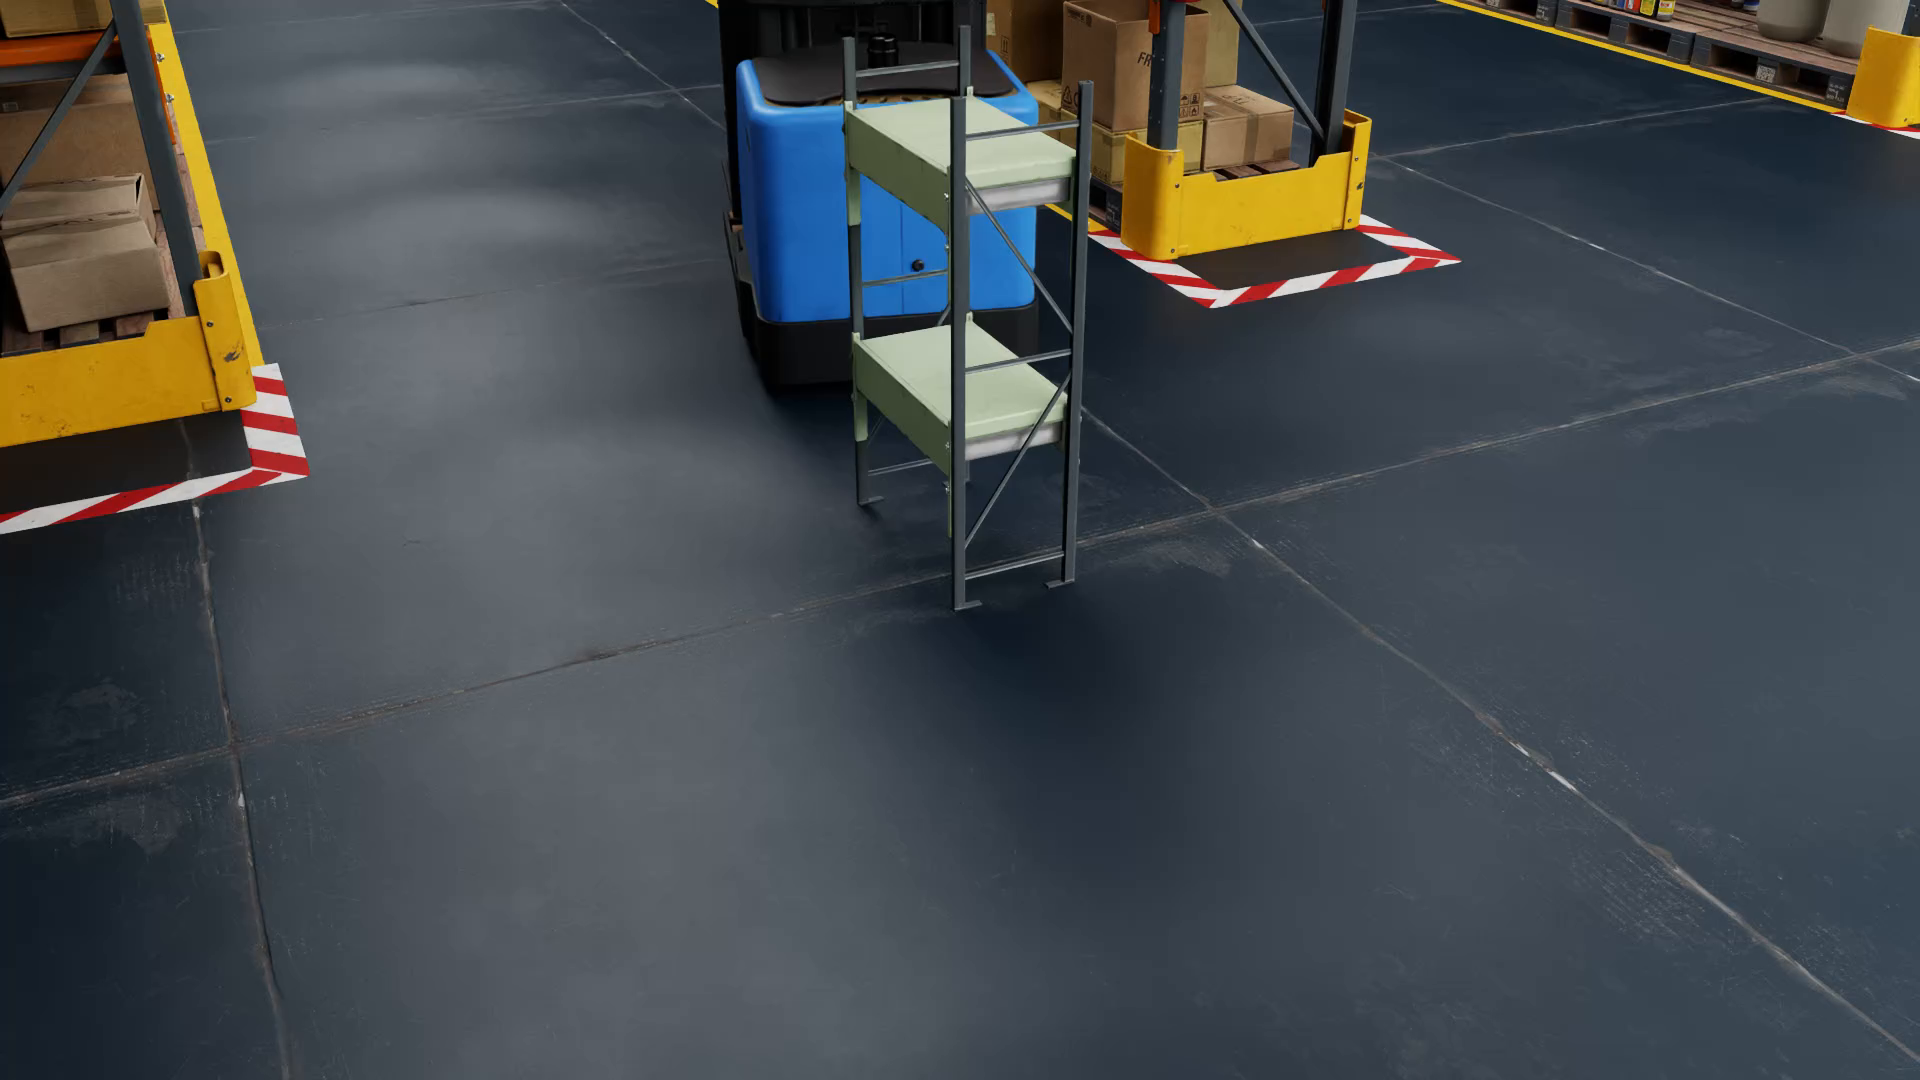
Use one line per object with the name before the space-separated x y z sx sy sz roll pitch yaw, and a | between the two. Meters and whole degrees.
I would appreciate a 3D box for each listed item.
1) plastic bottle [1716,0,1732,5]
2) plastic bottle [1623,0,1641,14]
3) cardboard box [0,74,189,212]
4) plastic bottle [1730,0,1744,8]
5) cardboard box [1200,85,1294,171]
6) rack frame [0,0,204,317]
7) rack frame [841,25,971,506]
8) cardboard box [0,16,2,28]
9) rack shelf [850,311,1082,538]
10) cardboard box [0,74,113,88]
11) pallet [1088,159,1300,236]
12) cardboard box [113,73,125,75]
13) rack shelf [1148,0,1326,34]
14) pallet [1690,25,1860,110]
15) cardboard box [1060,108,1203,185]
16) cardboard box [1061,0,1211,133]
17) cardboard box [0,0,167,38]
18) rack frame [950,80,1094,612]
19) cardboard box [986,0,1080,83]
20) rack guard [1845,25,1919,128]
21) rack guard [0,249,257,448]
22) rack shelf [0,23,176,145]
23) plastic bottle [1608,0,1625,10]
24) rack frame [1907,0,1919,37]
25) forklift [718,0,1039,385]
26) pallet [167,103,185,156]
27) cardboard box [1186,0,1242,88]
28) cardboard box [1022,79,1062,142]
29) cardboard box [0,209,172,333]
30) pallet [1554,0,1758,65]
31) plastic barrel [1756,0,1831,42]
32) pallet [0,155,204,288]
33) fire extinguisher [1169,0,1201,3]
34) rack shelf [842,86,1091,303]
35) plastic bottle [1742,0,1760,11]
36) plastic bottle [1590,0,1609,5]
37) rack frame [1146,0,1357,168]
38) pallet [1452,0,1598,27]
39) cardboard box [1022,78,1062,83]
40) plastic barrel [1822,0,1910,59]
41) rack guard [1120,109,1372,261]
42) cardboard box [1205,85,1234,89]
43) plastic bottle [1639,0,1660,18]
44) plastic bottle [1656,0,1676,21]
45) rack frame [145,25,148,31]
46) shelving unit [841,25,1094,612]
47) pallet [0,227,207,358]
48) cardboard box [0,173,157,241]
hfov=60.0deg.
plastic bottle | 5.212 -3.782 11.256 0.061 0.283 0.133 -13 32 -21
plastic bottle | 4.522 -3.645 11.019 0.152 0.276 0.135 -13 32 -22
cardboard box | -3.888 -1.737 7.387 0.700 0.500 0.500 -15 33 -25
plastic bottle | 5.249 -3.688 11.172 0.097 0.201 0.097 0 29 0
cardboard box | 1.285 -2.034 8.193 0.500 0.250 0.500 -13 32 -22
rack frame | -3.158 -1.725 5.259 1.000 3.000 0.127 -13 32 -22
rack frame | -0.154 -0.813 5.166 0.400 1.500 0.023 -13 32 -22
cardboard box | -3.533 -1.834 5.587 0.500 0.250 0.500 -13 32 -21
rack shelf | 0.003 -0.367 5.037 0.431 0.370 0.720 -13 32 -22
cardboard box | -4.393 -2.143 8.111 0.500 0.500 0.500 -16 33 -26
pallet | 0.949 -1.879 8.386 1.003 0.211 1.213 -13 32 -22
cardboard box | -5.206 -2.915 9.488 0.700 0.500 0.500 -12 31 -20
rack shelf | 0.456 -3.336 8.869 1.077 0.370 4.000 -13 32 -22
pallet | 5.371 -2.972 10.335 1.003 0.211 1.213 -13 32 -22
cardboard box | 0.818 -1.925 7.999 0.500 0.250 0.500 -13 32 -22
cardboard box | 0.816 -2.252 7.814 0.500 0.500 0.500 -13 32 -22
cardboard box | -3.080 -1.950 5.794 0.500 0.250 0.500 -14 32 -23
rack frame | 0.160 -0.490 4.590 0.400 1.500 0.023 -13 32 -22
cardboard box | 0.373 -2.691 8.597 0.500 0.500 0.500 -13 32 -22
rack guard | 5.715 -2.738 9.622 1.175 0.500 0.348 -13 32 -22
rack guard | -3.190 -0.668 5.930 1.175 0.500 0.348 -13 32 -22
rack shelf | -4.016 -2.295 7.011 1.077 0.370 4.000 -13 32 -22
plastic bottle | 4.463 -3.707 11.128 0.152 0.276 0.135 -14 32 -23
rack frame | 5.790 -3.805 8.969 1.000 3.000 0.127 -13 32 -22
forklift | -0.479 -2.552 6.804 1.130 2.935 3.031 -5 30 -9
pallet | -4.555 -1.986 8.576 1.003 0.211 1.213 -13 32 -22
cardboard box | 1.069 -2.582 8.402 0.500 0.500 0.500 -13 32 -22
cardboard box | 0.592 -2.144 8.388 0.500 0.250 0.500 -13 32 -22
cardboard box | -3.373 -1.069 6.388 0.500 0.311 0.500 -17 33 -28
pallet | 4.851 -3.511 11.295 1.003 0.211 1.213 -13 32 -22
plastic barrel | 5.223 -3.399 10.359 0.421 0.512 0.421 0 29 0
pallet | -4.027 -1.447 7.614 1.003 0.211 1.213 -13 32 -22
fire extinguisher | 0.946 -2.583 6.869 0.296 0.674 0.183 -13 32 -22
rack shelf | 0.003 -0.992 4.687 0.431 0.370 0.720 -13 32 -22
plastic bottle | 5.293 -3.673 11.074 0.097 0.271 0.097 0 29 0
plastic bottle | 4.388 -3.811 11.239 0.144 0.351 0.185 -12 31 -20
rack frame | 1.315 -2.767 7.117 1.000 3.000 0.127 -13 32 -22
pallet | 4.324 -4.050 12.257 1.003 0.211 1.213 -13 32 -22
cardboard box | 0.376 -2.364 8.781 0.500 0.250 0.500 -13 32 -22
plastic barrel | 5.438 -3.178 9.964 0.421 0.512 0.421 0 29 0
rack guard | 1.325 -1.666 7.710 1.175 0.500 0.348 -13 32 -22
cardboard box | 1.067 -2.254 8.585 0.500 0.250 0.500 -13 32 -22
plastic bottle | 4.539 -3.579 10.893 0.061 0.283 0.133 -12 32 -21
plastic bottle | 4.606 -3.496 10.828 0.097 0.201 0.097 0 29 0
rack frame | -4.875 -3.492 8.410 1.000 3.000 0.127 -13 32 -22
shelving unit | 0.003 -0.651 4.878 0.431 1.500 0.755 -13 32 -22
pallet | -3.507 -0.908 6.654 1.003 0.211 1.213 -13 32 -22
cardboard box | -3.618 -1.320 6.837 0.500 0.311 0.500 -10 31 -18
